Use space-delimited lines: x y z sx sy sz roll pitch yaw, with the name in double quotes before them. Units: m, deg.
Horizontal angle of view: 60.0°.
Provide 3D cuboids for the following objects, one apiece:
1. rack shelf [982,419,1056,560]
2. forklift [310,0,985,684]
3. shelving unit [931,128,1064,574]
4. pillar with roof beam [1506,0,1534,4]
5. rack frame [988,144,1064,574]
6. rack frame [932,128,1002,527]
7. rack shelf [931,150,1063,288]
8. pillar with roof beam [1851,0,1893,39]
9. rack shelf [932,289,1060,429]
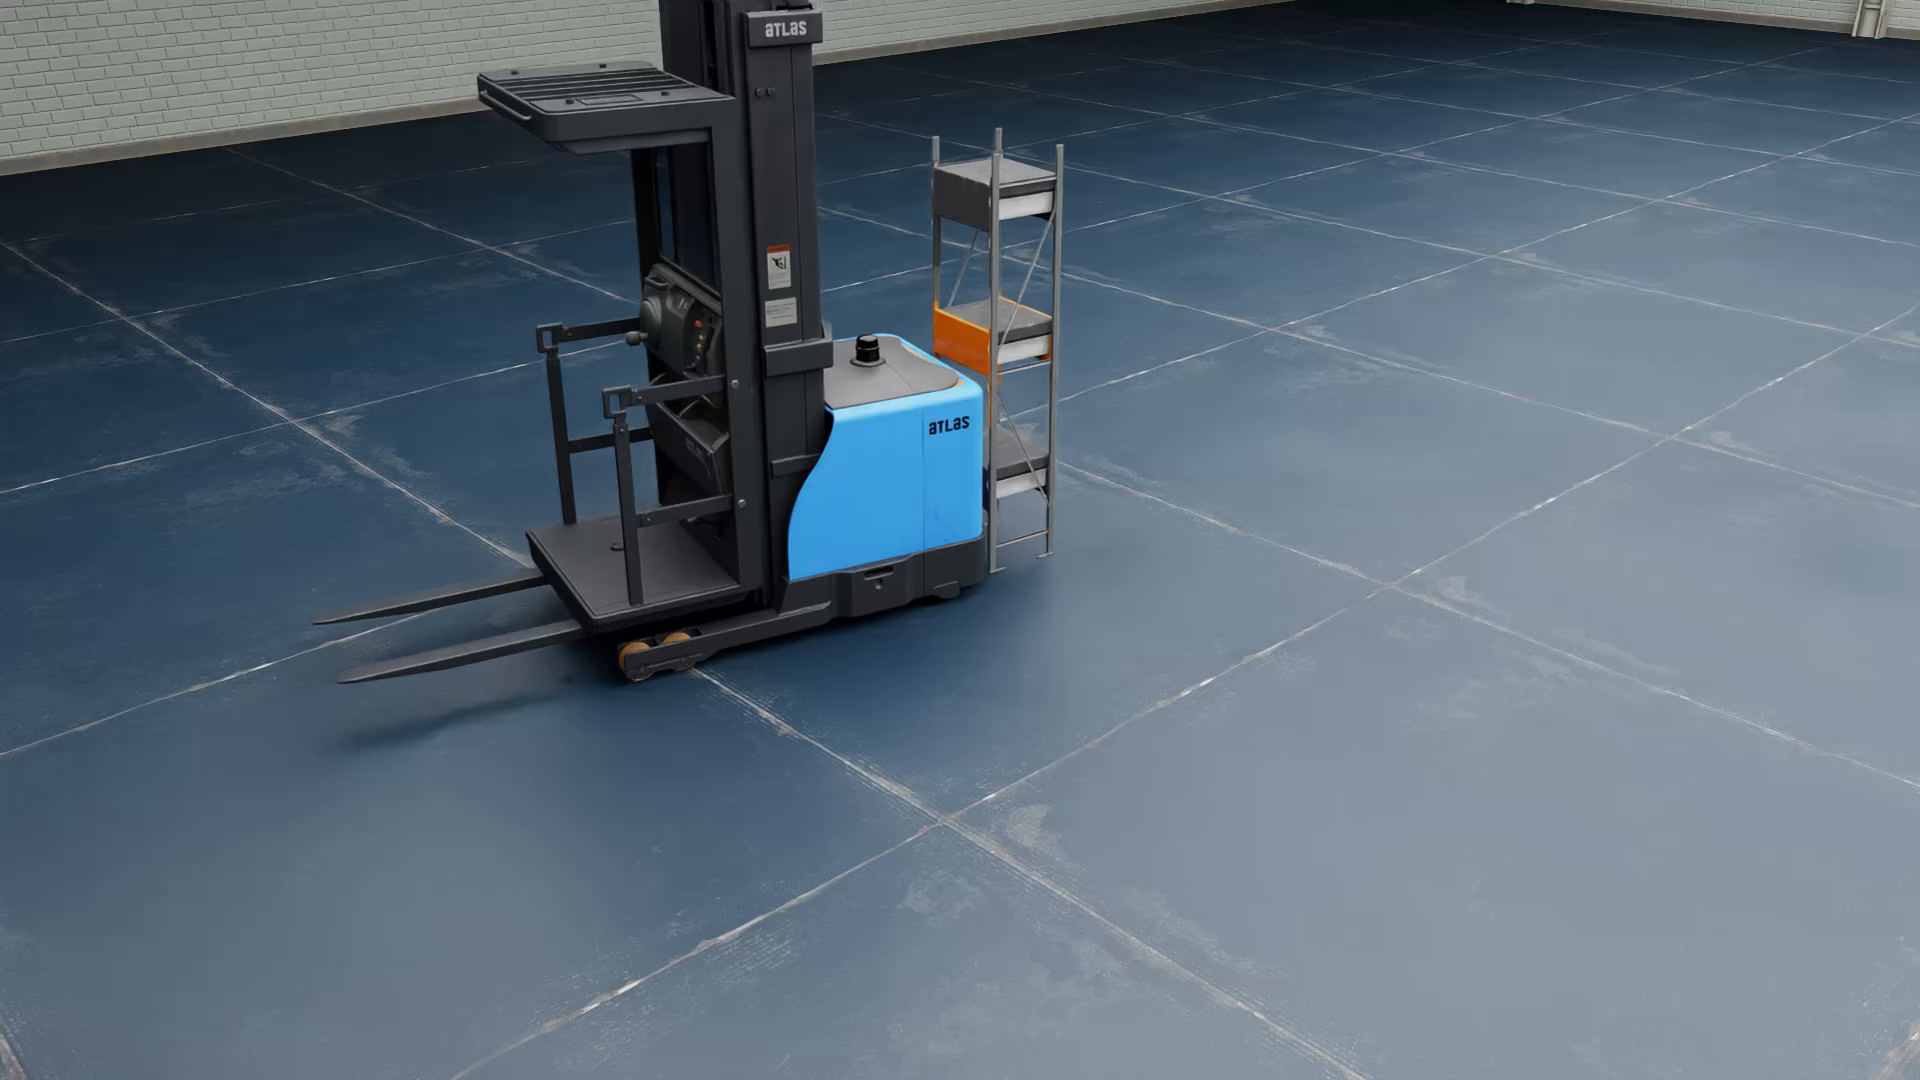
"rack shelf" 0.173 -0.267 8.524 0.431 0.518 0.480 -16 29 -31
"forklift" -1.421 -0.960 7.323 3.031 2.935 1.130 -13 27 -26
"shelving unit" 0.173 -0.916 8.228 0.431 2.100 0.503 -16 29 -31
"pillar with roof beam" 6.974 -12.572 25.467 9.100 9.000 0.400 -21 32 -38
"rack frame" 0.312 -0.833 8.045 0.400 2.100 0.015 -16 29 -31
"rack frame" 0.035 -0.999 8.411 0.400 2.100 0.015 -16 29 -31
"rack shelf" 0.173 -1.540 7.943 0.431 0.518 0.480 -16 29 -31
"pillar with roof beam" 11.075 -10.755 21.482 9.100 9.000 0.400 -21 32 -38
"rack shelf" 0.173 -0.904 8.234 0.431 0.518 0.480 -16 29 -31
